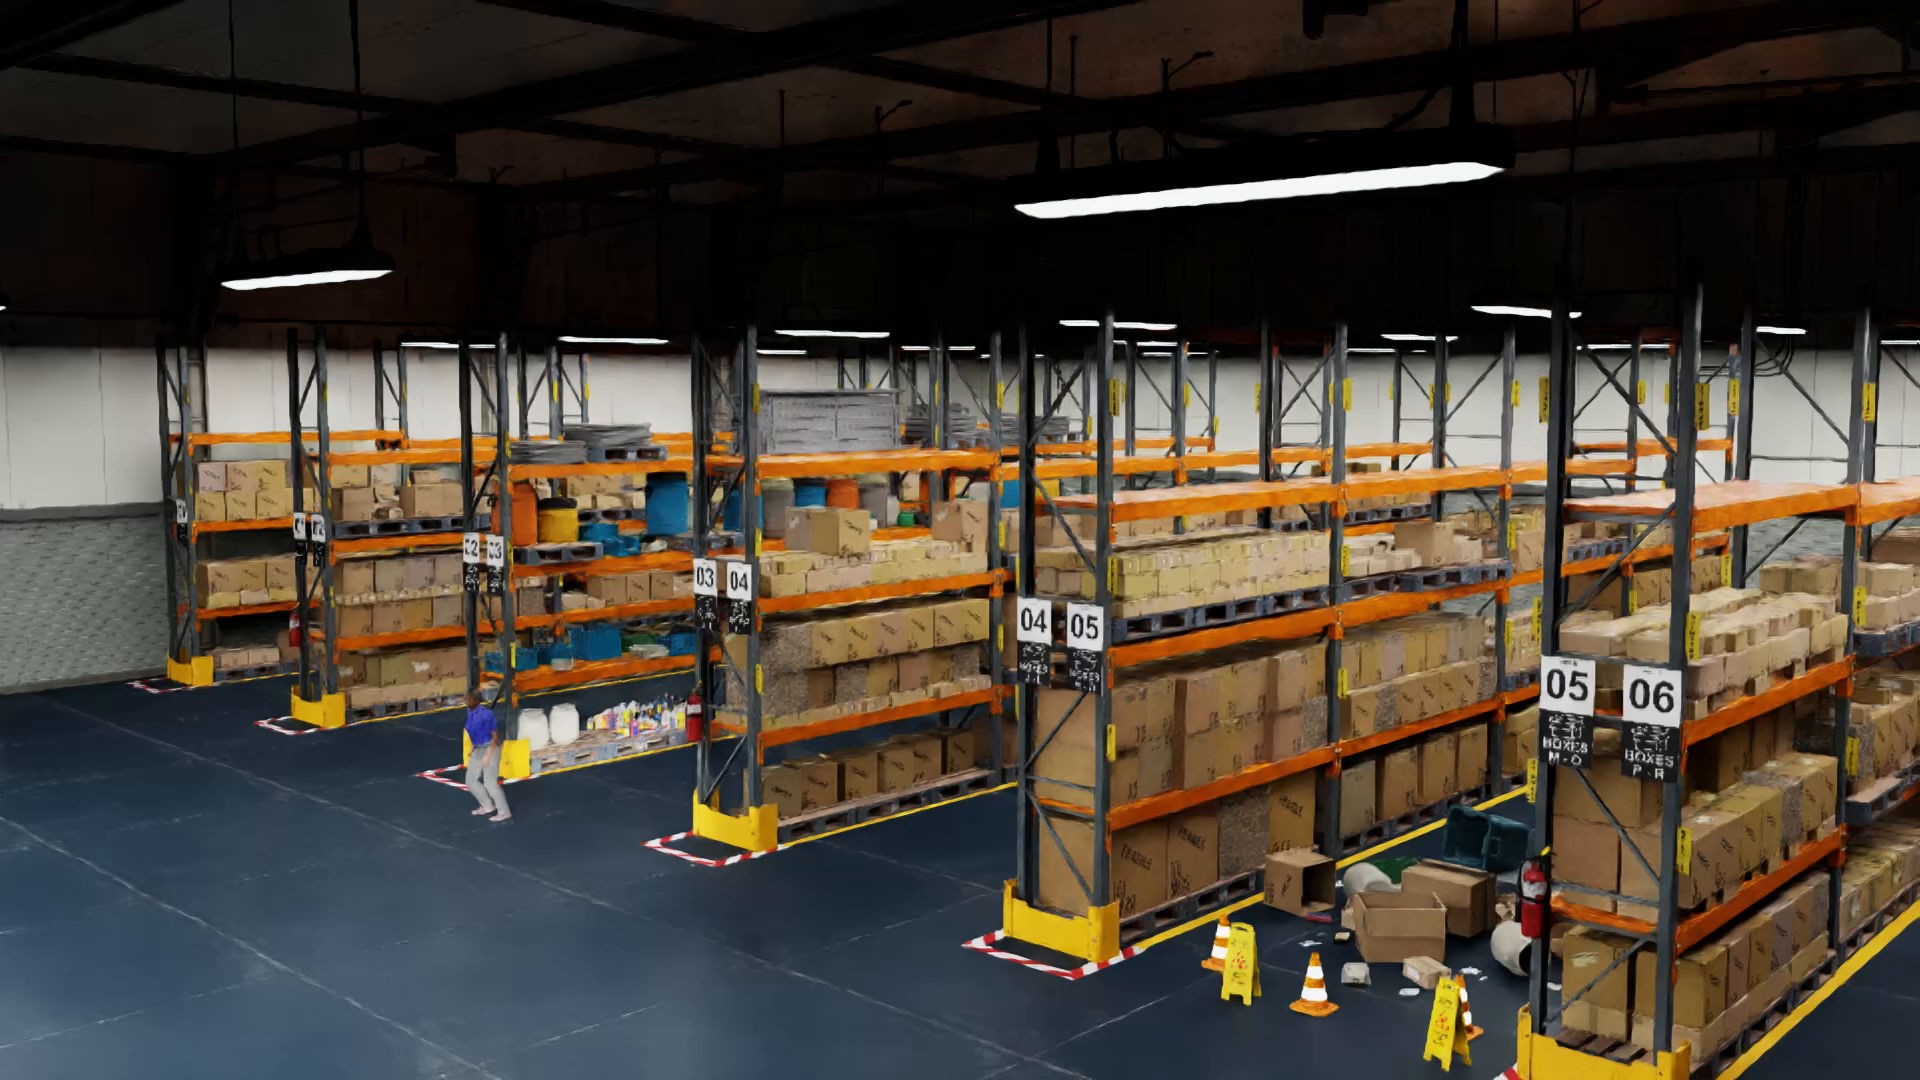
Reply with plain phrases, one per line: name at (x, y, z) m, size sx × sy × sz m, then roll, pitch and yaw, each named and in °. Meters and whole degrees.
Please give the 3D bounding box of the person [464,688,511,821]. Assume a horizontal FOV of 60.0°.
person at (-5.630, 2.526, 19.698) m, size 0.592 × 1.604 × 0.518 m, roll 5°, pitch 7°, yaw 41°
